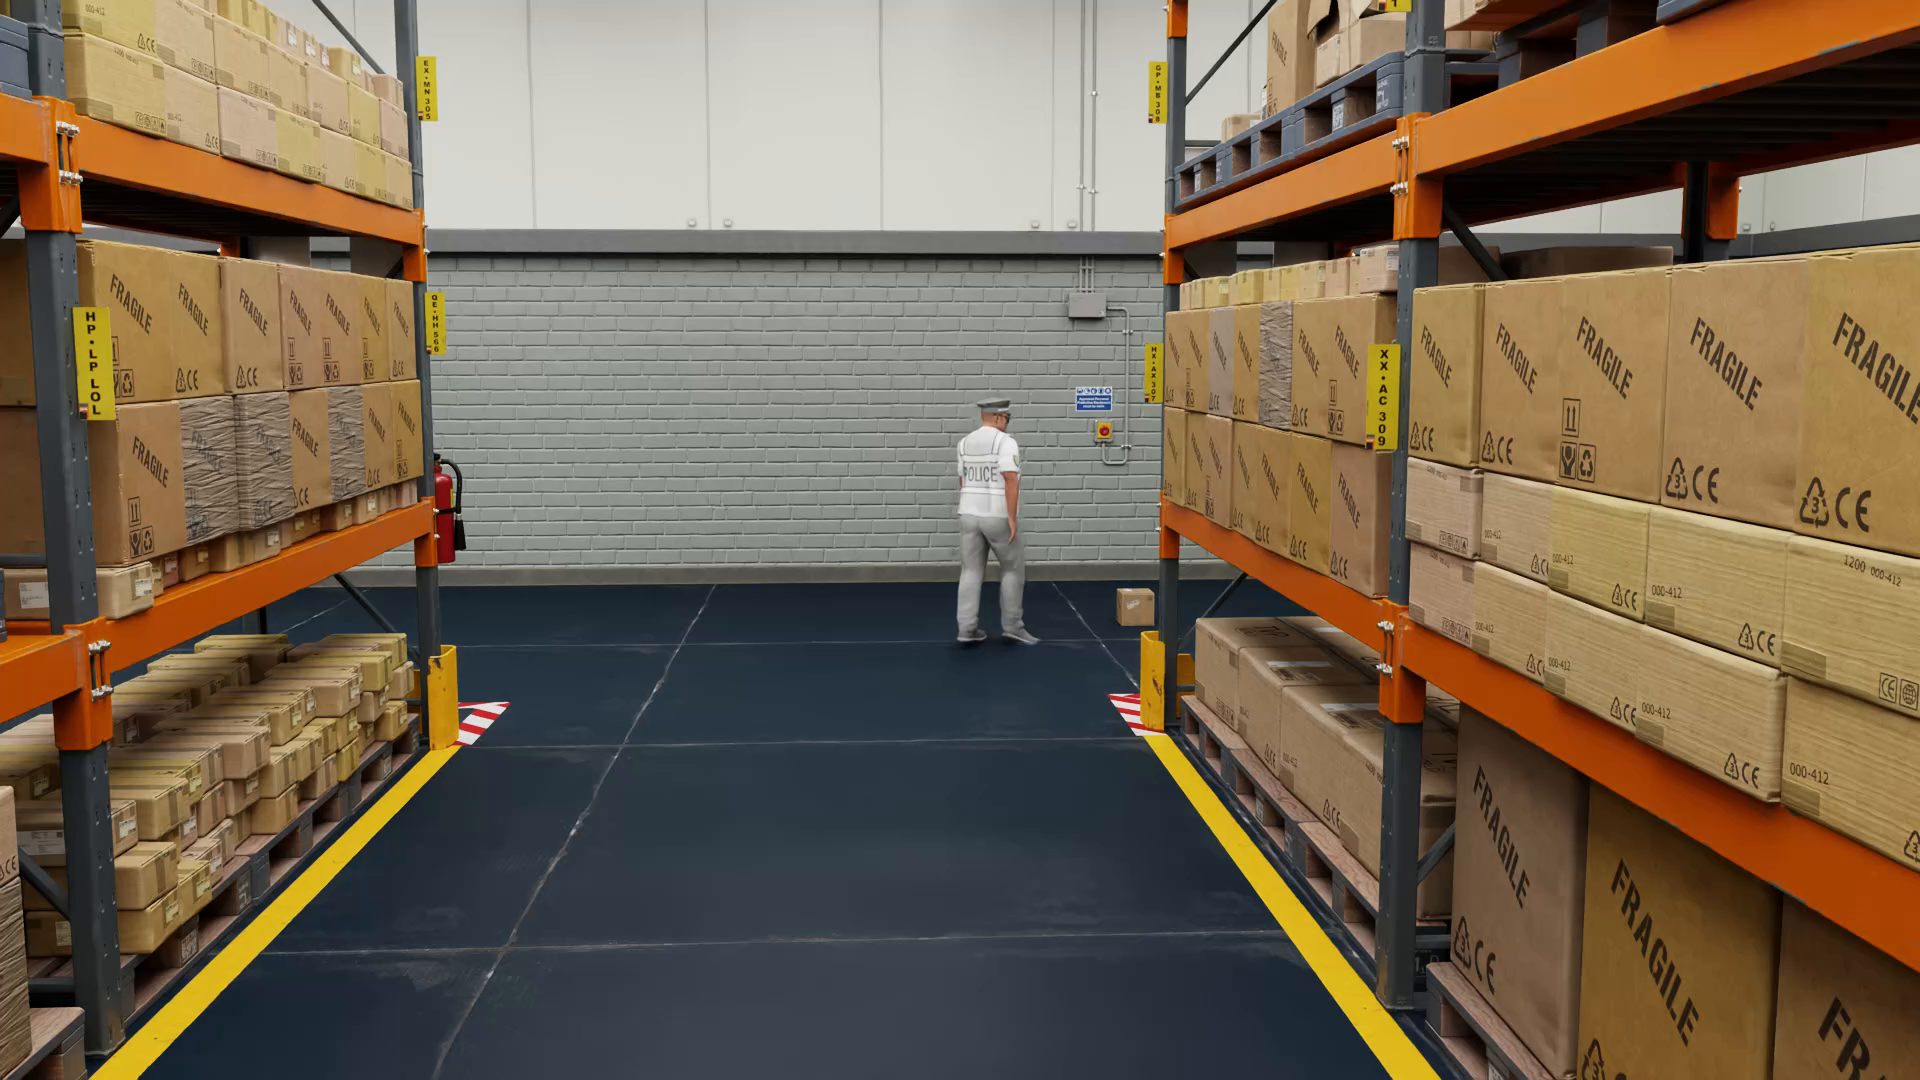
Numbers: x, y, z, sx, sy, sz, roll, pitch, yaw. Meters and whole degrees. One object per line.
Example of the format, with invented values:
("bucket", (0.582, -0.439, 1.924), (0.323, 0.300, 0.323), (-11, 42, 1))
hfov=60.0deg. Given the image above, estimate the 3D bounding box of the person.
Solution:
("person", (0.212, -0.108, 11.798), (0.574, 1.798, 0.597), (4, 8, 30))
